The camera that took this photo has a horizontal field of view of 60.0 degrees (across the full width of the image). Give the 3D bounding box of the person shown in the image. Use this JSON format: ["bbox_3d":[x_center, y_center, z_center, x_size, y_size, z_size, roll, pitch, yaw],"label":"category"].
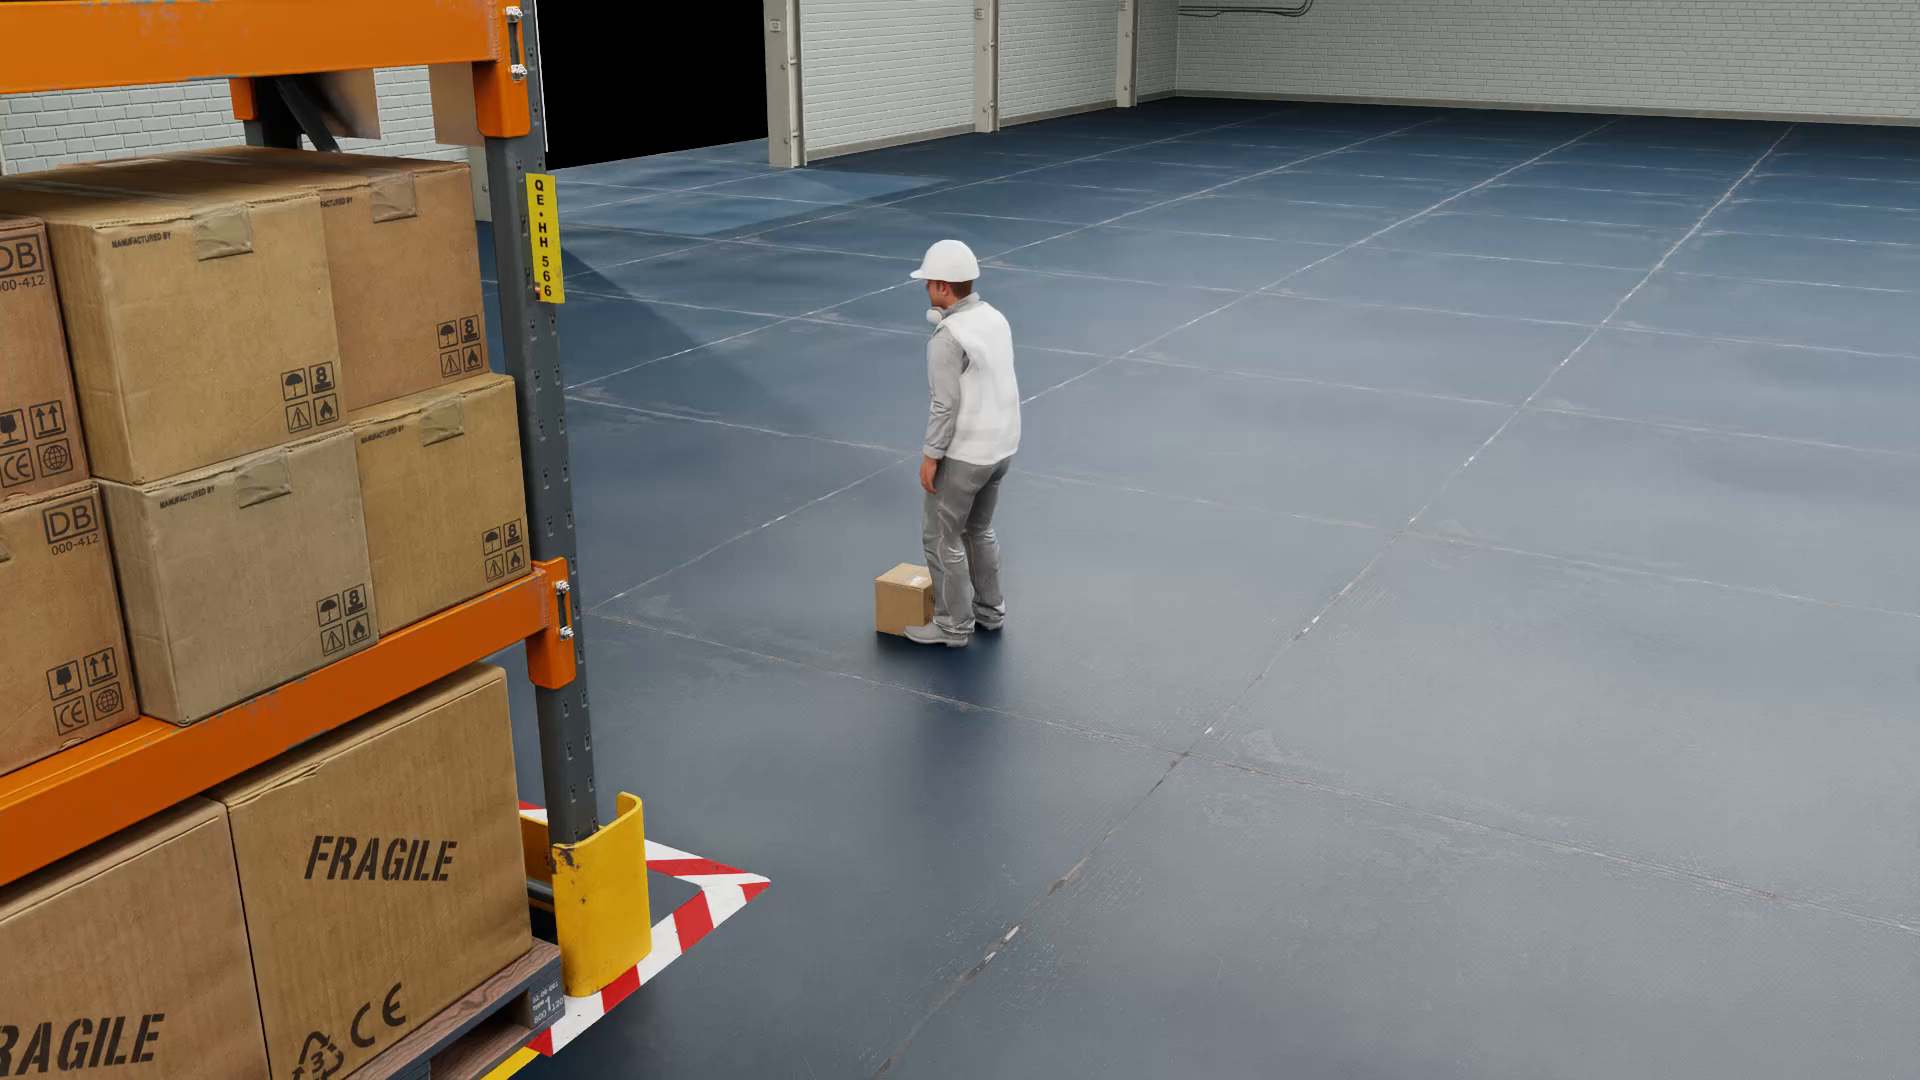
[{"bbox_3d":[0.018,-0.403,7.178,0.464,1.771,0.580,11,22,28],"label":"person"}]
